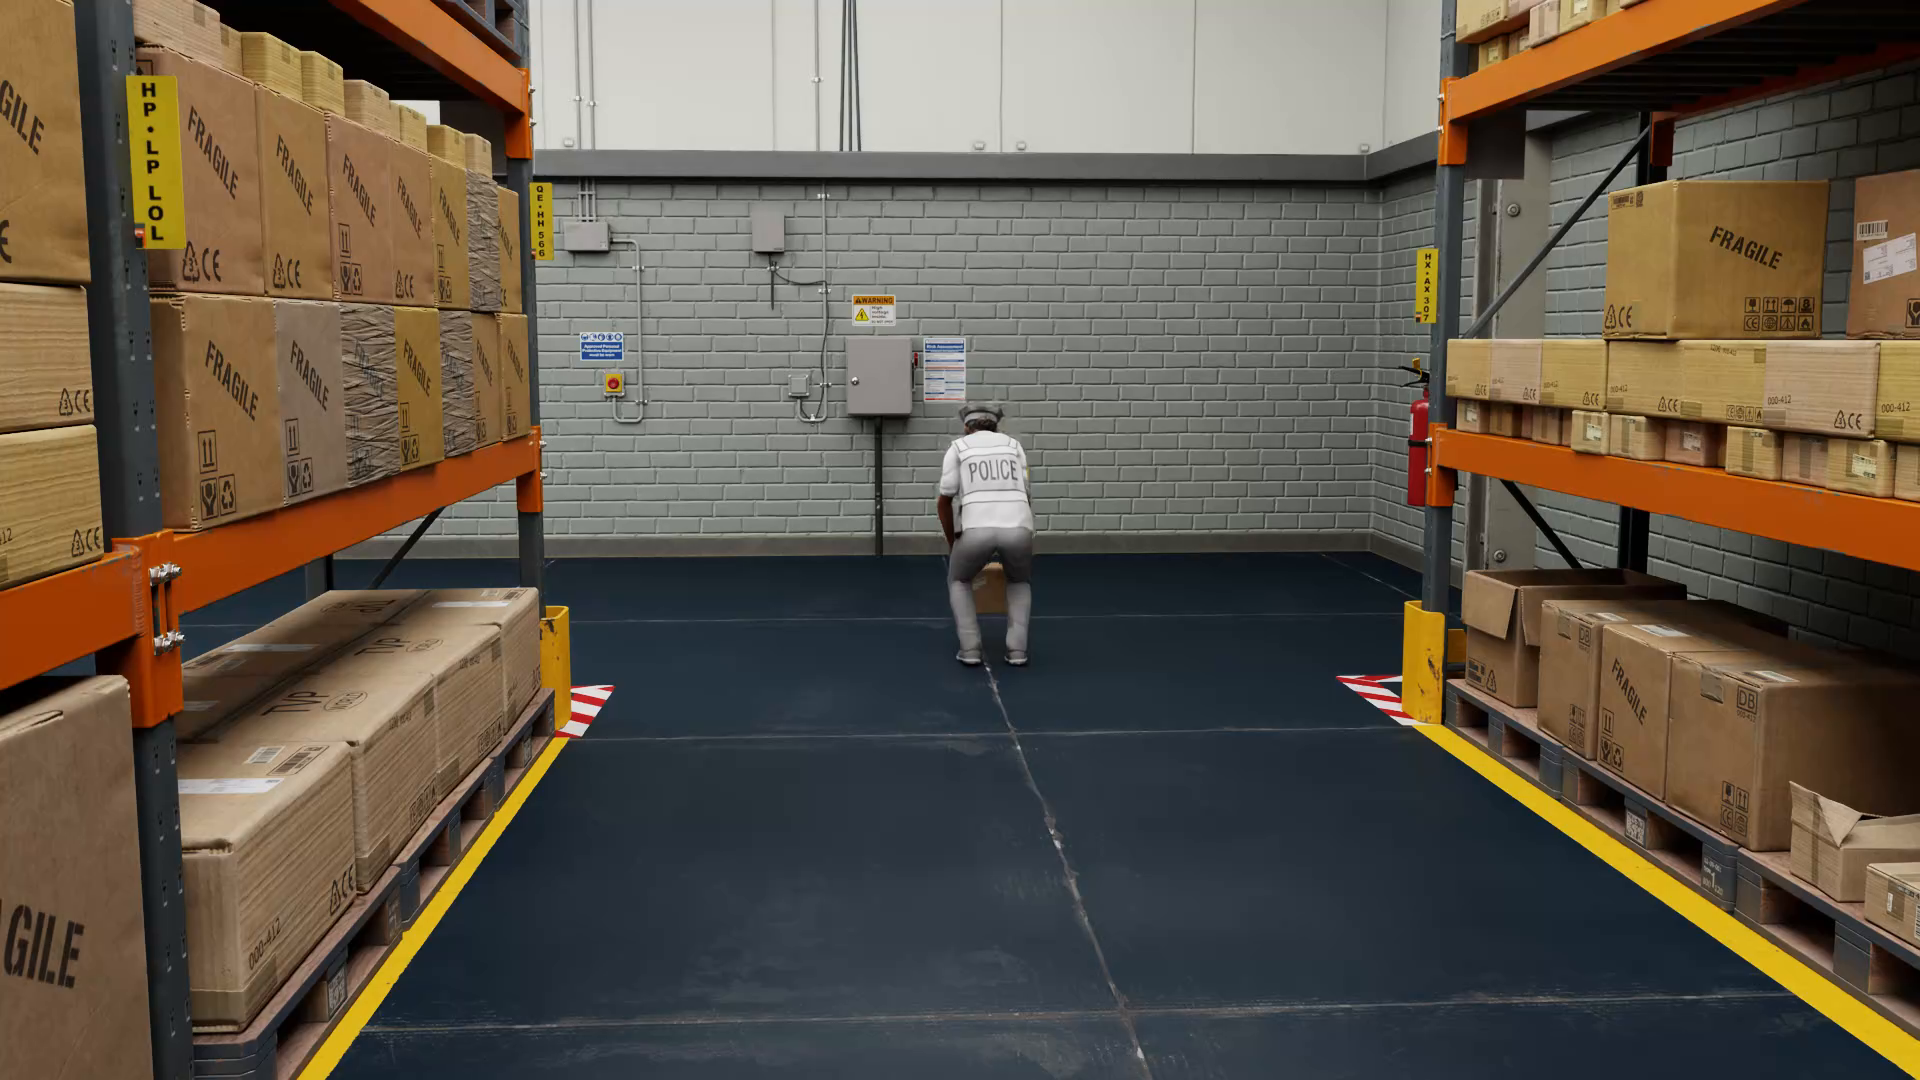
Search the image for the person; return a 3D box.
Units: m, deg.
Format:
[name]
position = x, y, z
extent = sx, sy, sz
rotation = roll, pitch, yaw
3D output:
[person]
position = 0.131, -0.029, 8.778
extent = 0.496, 1.360, 0.724
rotation = 0, 7, -4
